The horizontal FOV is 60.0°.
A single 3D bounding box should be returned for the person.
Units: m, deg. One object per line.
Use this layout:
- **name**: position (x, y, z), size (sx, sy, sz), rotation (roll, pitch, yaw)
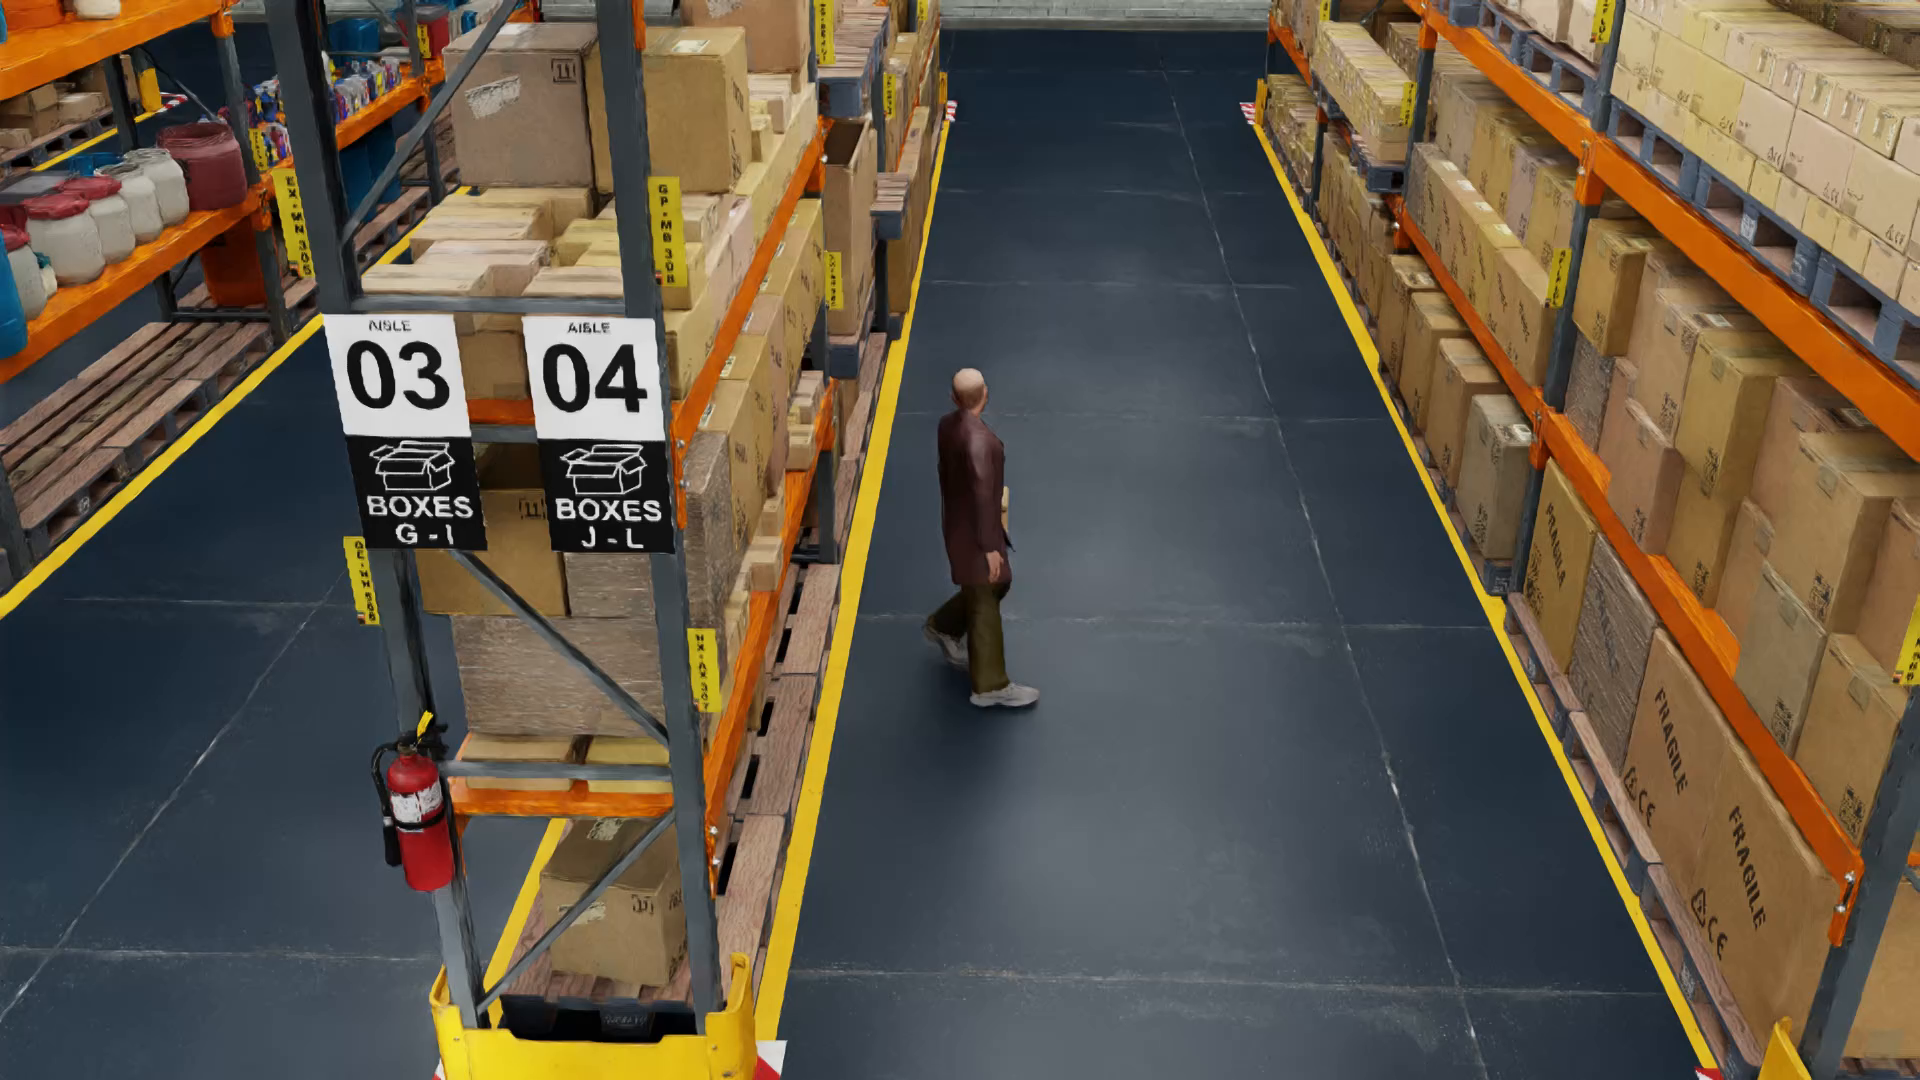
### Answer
- **person**: position (0.106, -0.029, 8.717), size (0.578, 1.741, 0.689), rotation (-3, 28, -6)
